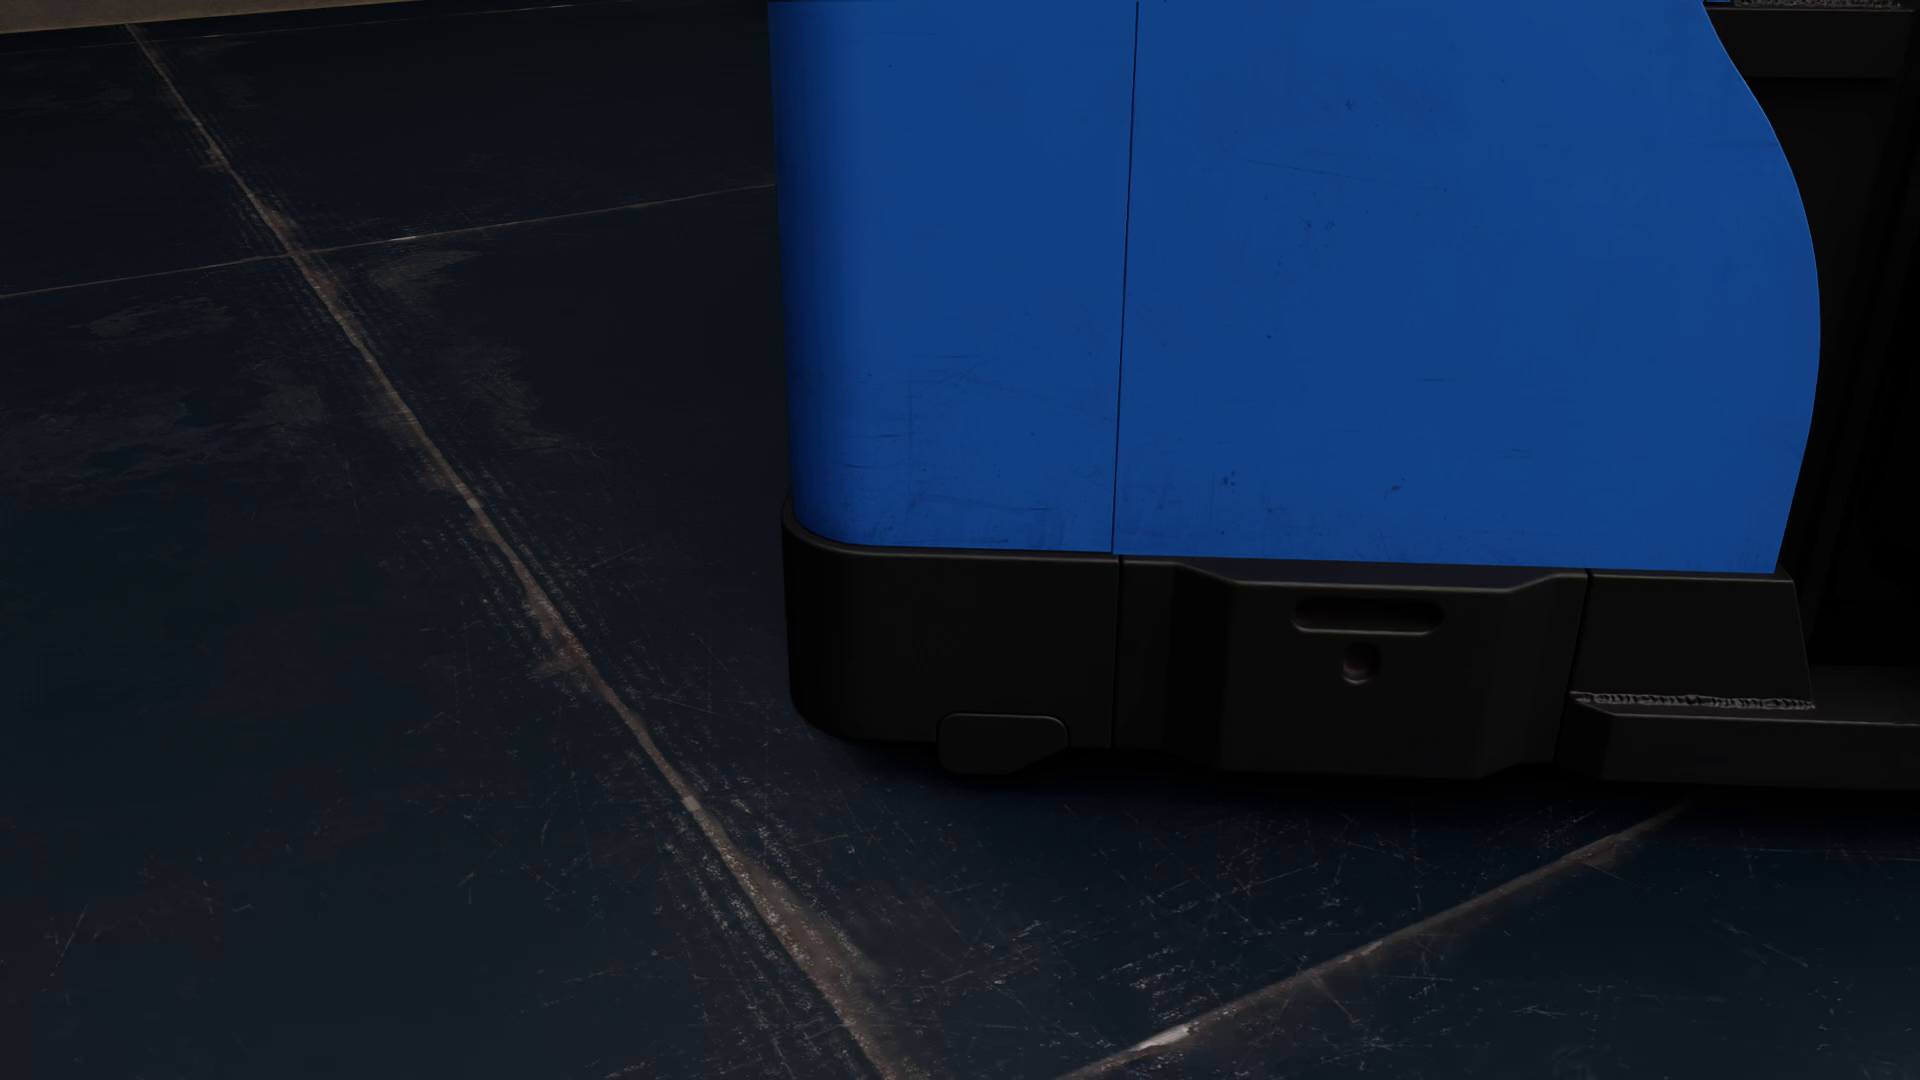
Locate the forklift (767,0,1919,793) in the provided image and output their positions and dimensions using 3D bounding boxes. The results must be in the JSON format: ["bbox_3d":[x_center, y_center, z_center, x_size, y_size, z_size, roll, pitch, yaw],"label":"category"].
[{"bbox_3d":[1.337,-1.211,1.647,3.031,2.935,1.130,2,27,3],"label":"forklift"}]
